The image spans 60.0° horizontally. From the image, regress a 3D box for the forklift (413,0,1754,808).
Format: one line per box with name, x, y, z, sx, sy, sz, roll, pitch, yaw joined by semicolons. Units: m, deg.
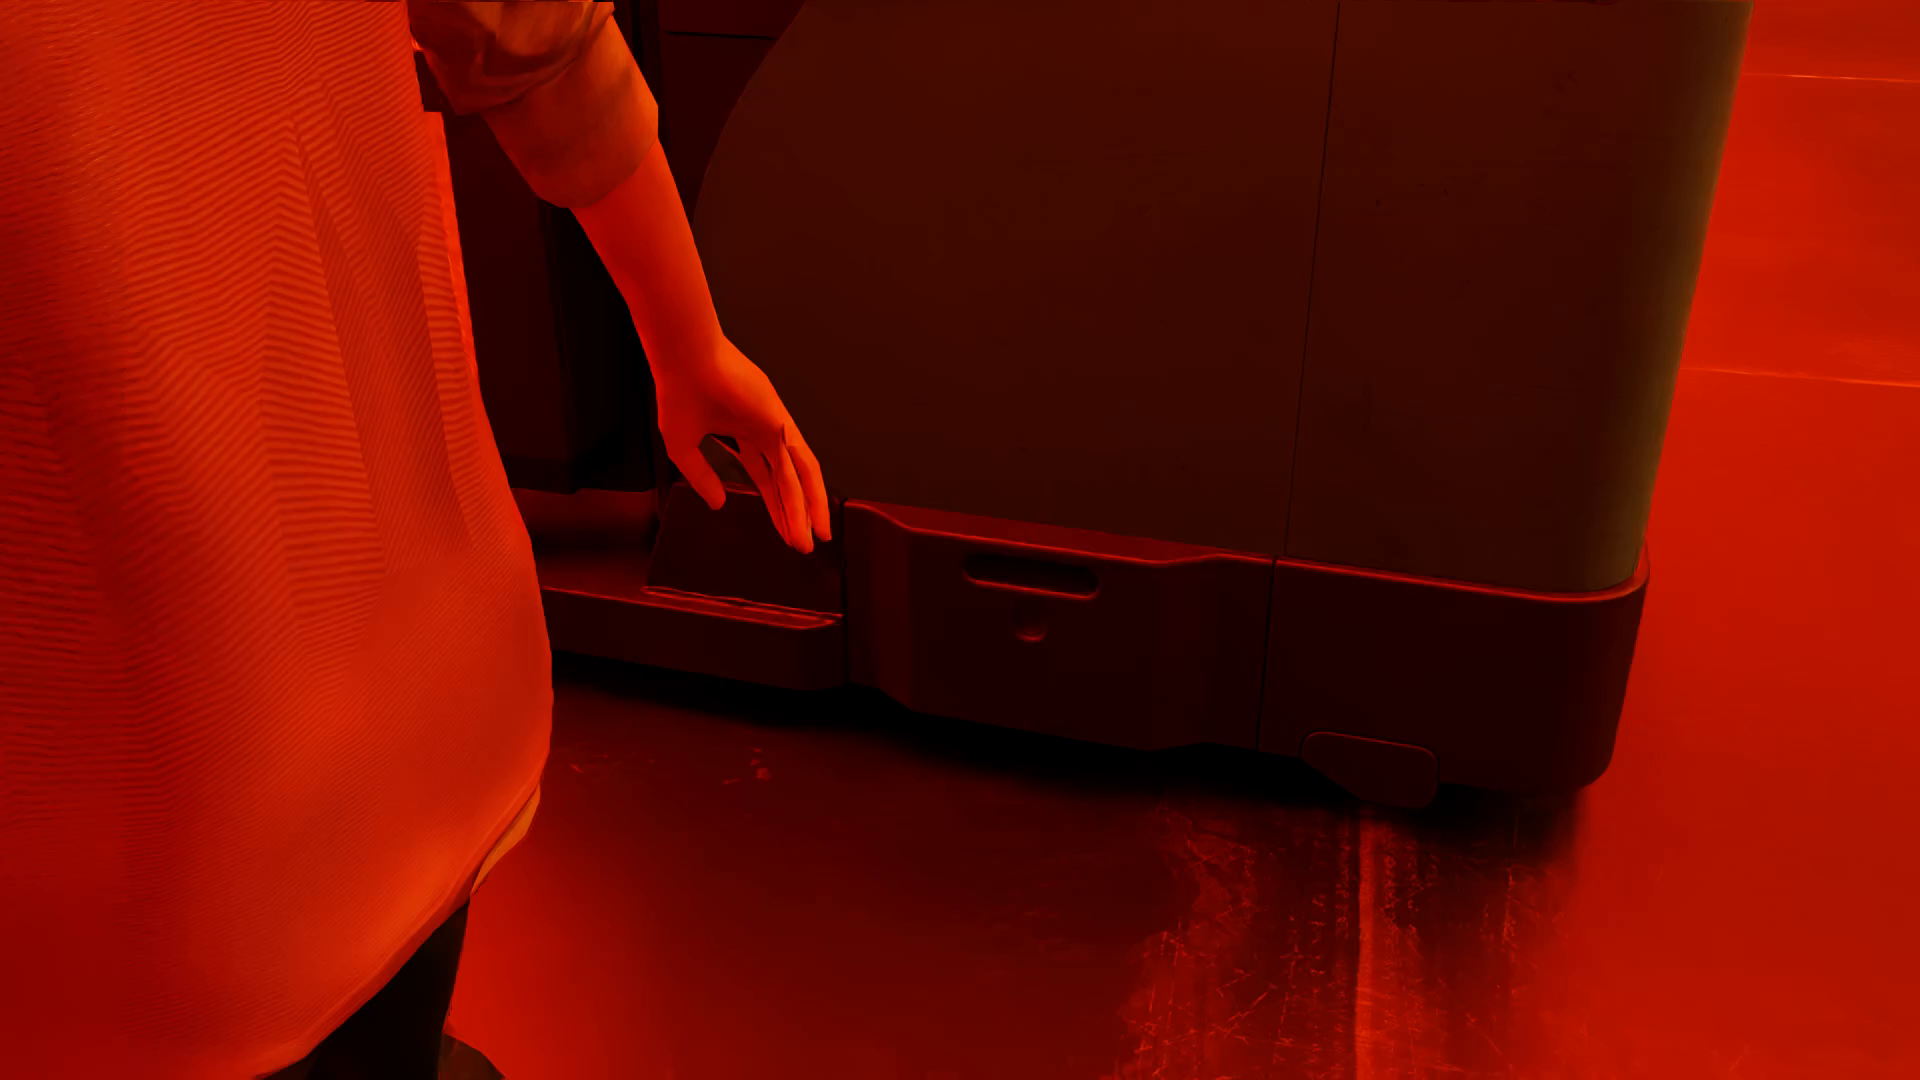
forklift;-0.597;-1.384;1.989;3.031;2.935;1.130;8;28;15
